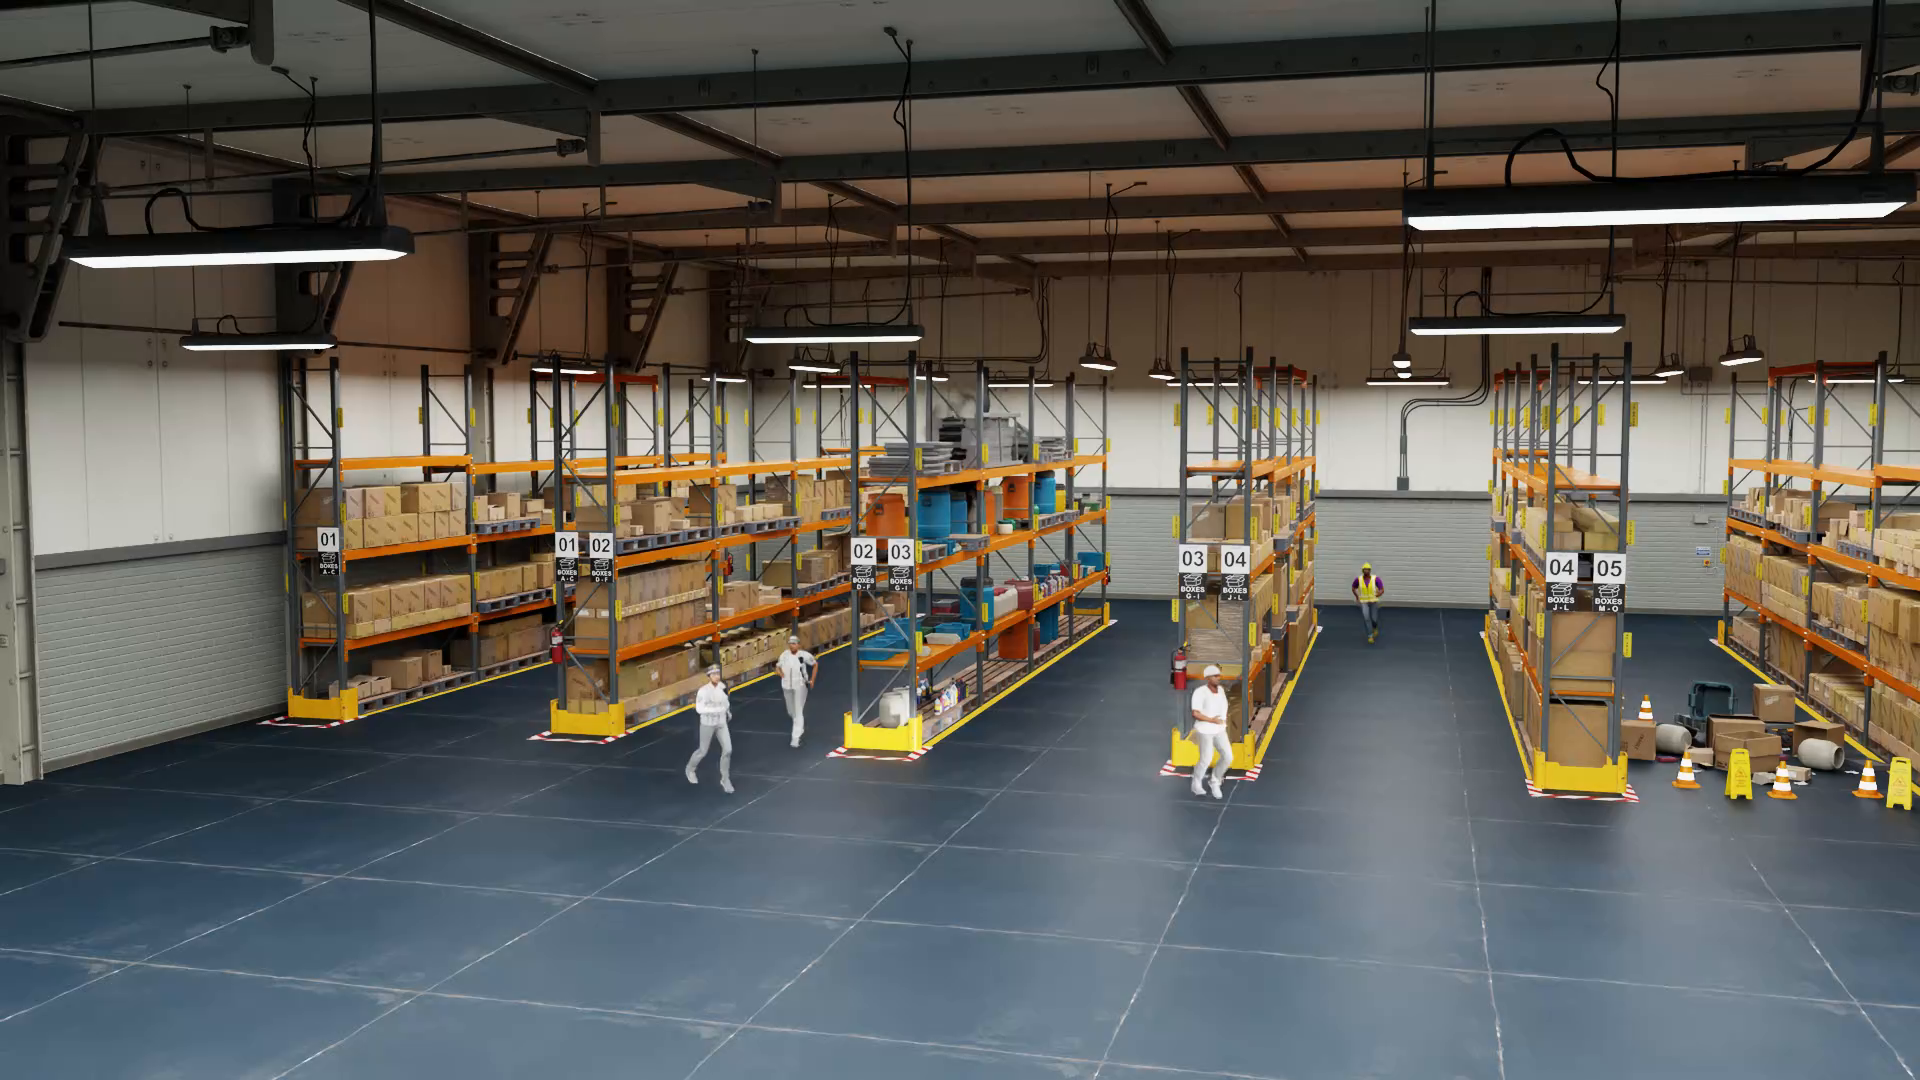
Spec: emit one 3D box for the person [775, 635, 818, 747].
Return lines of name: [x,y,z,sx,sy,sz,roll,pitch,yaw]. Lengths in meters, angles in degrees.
person: [-2.544,2.303,25.671,0.639,1.682,0.849,1,4,14]

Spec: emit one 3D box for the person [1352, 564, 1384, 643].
person: [9.146,1.402,37.303,0.712,1.755,0.825,1,4,13]

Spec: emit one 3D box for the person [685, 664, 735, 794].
person: [-3.346,2.513,22.422,0.623,1.739,0.883,-3,5,-39]

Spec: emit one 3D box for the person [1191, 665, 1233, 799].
person: [3.336,2.536,21.847,0.730,1.795,0.699,-3,5,-35]
